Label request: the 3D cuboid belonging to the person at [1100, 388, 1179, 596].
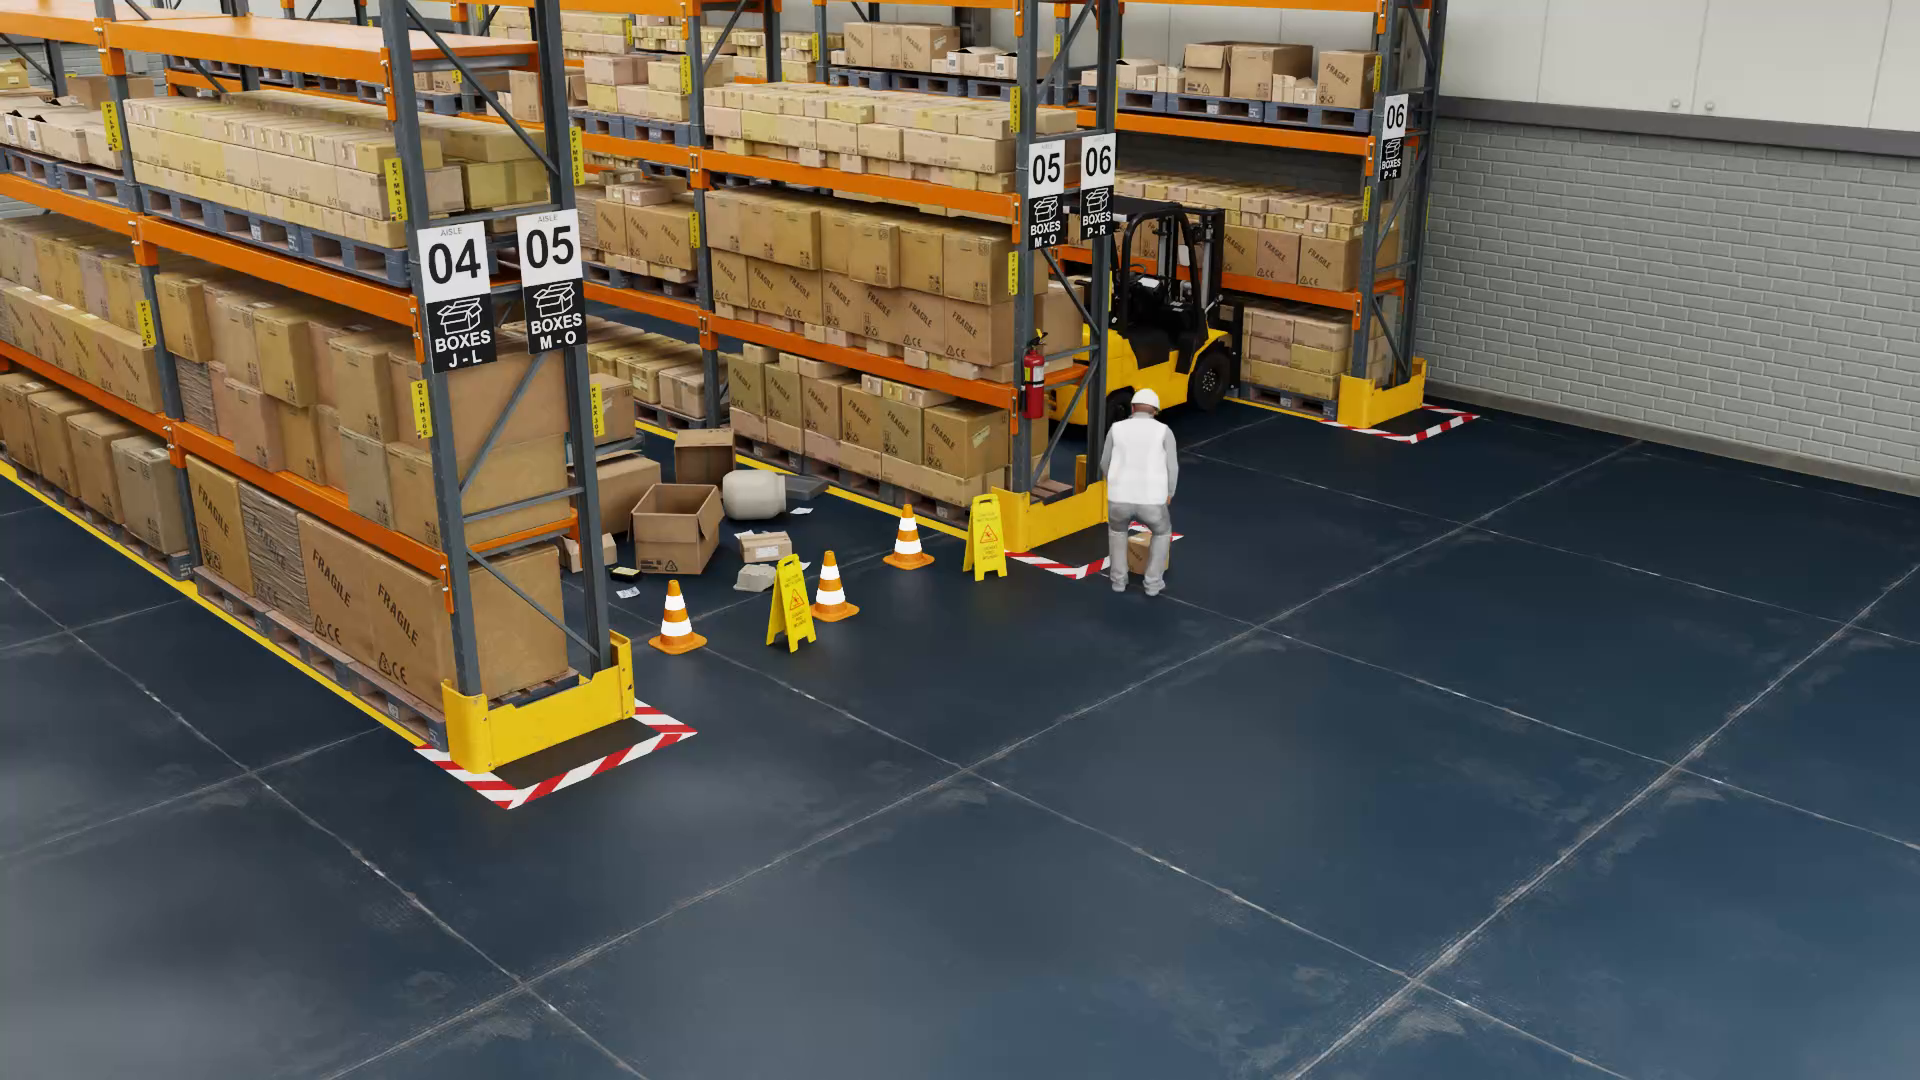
[{"bbox_3d":[1.319,-0.353,12.419,0.591,1.478,0.734,6,21,16],"label":"person"}]
